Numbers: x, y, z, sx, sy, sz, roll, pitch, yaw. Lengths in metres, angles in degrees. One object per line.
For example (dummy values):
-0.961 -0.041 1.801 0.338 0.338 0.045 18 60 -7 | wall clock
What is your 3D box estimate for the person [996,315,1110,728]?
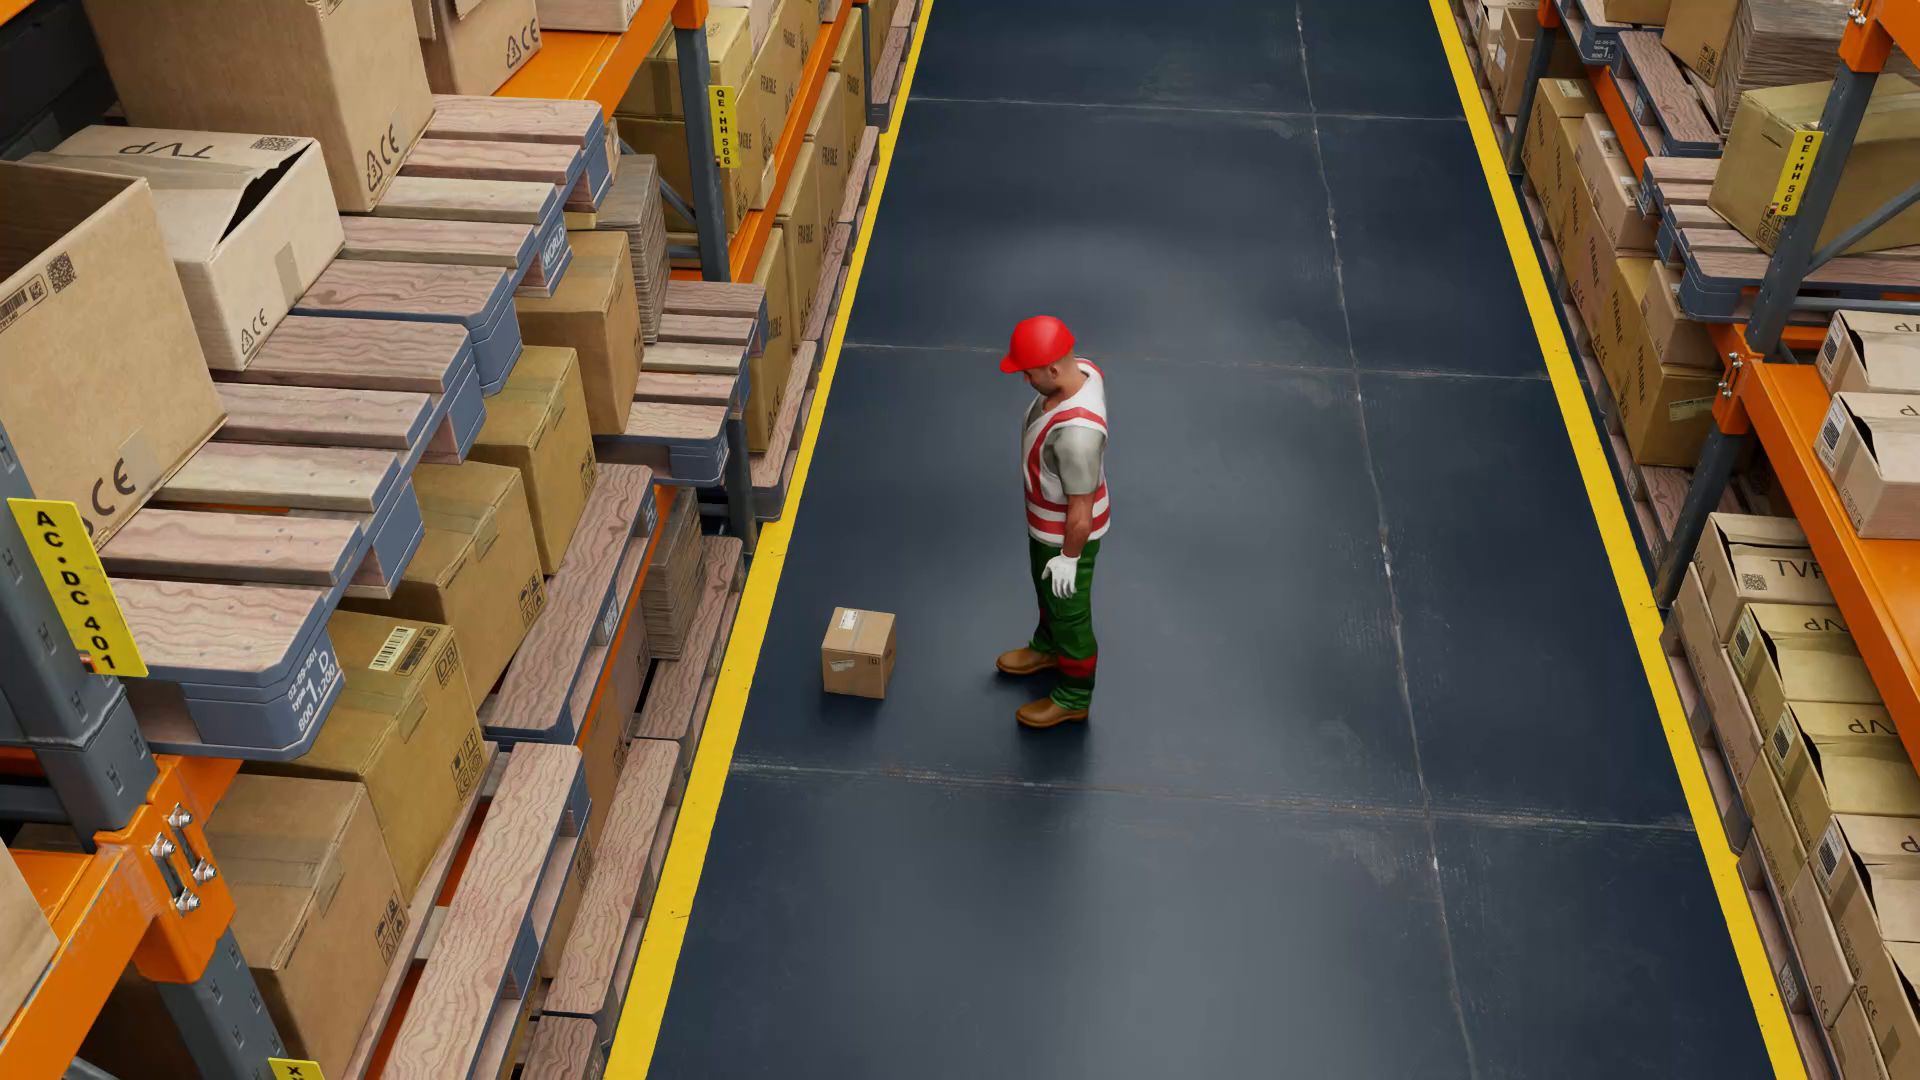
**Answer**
0.346 -0.067 6.195 0.417 1.771 0.593 -1 40 -1 | person
